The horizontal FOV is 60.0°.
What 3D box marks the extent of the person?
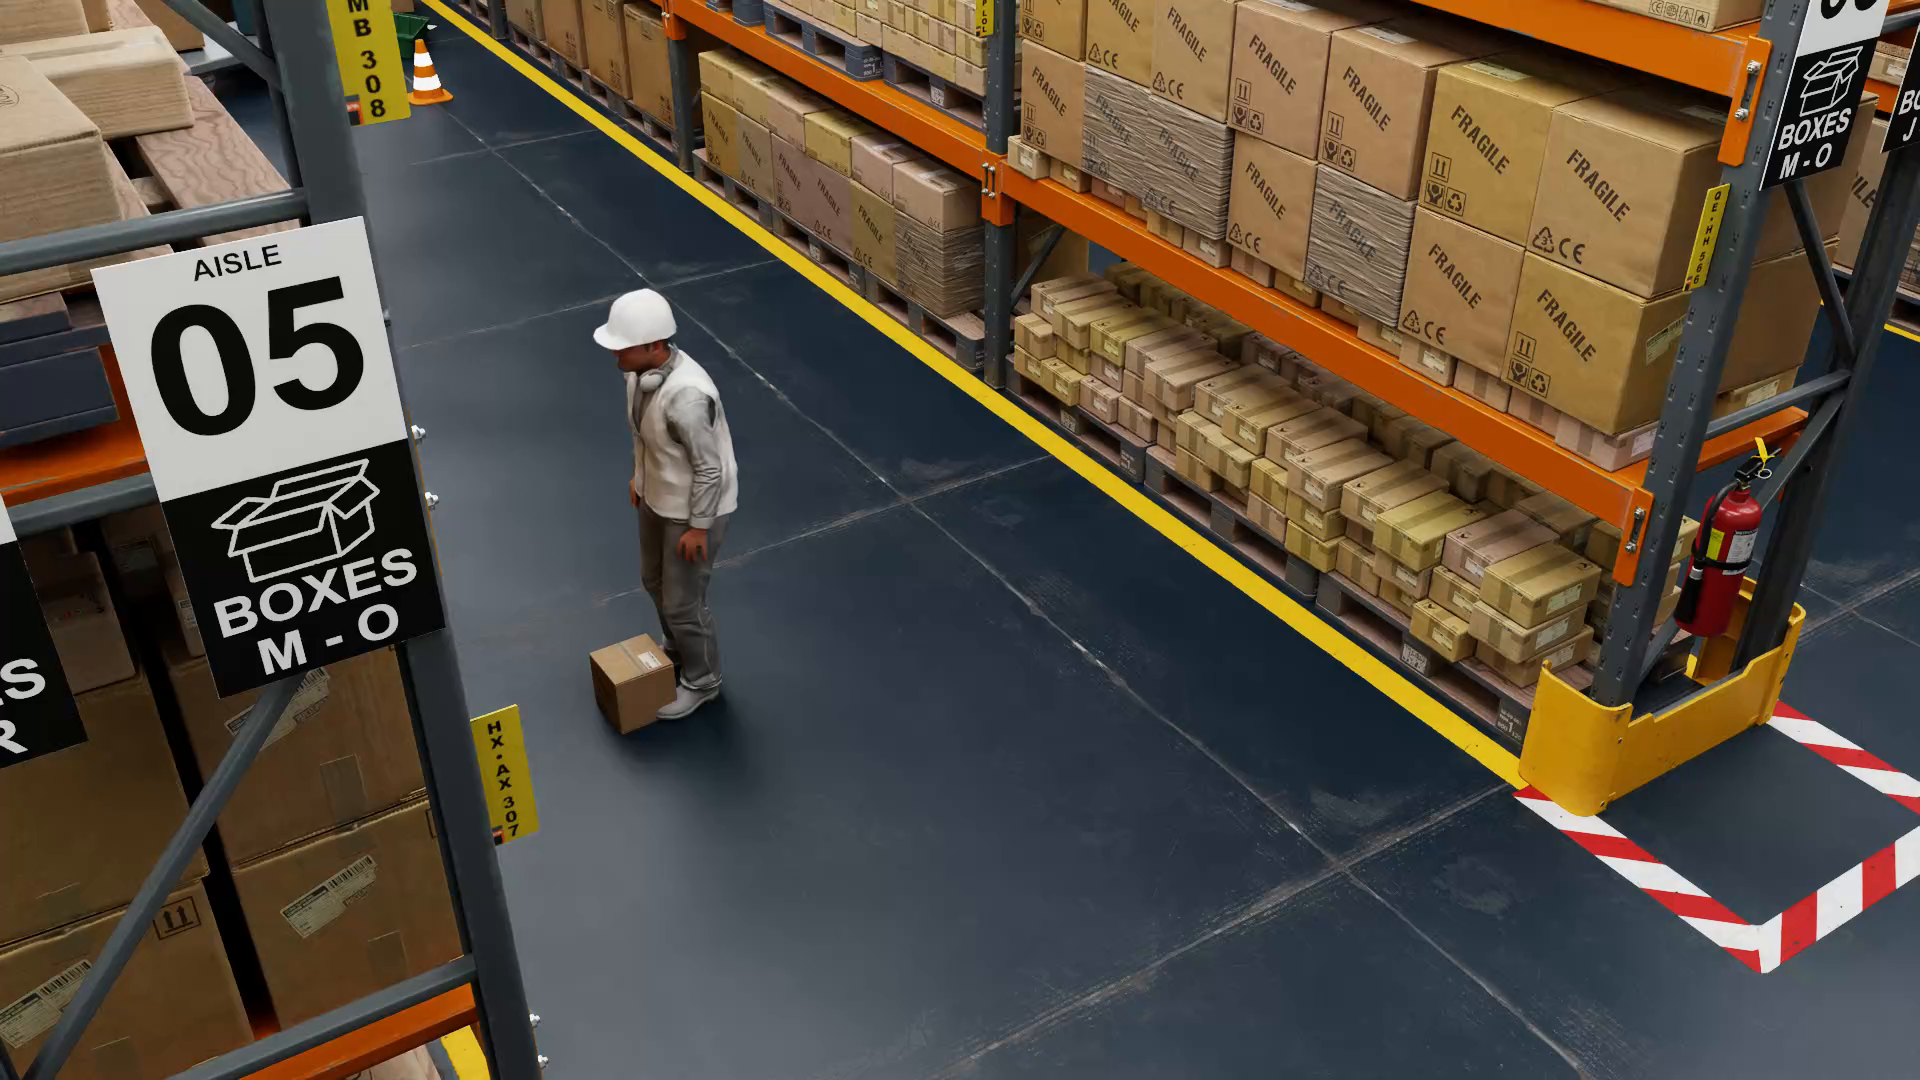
[{"bbox_3d":[-1.090,-0.148,6.347,0.465,1.771,0.581,-19,37,-28],"label":"person"}]
